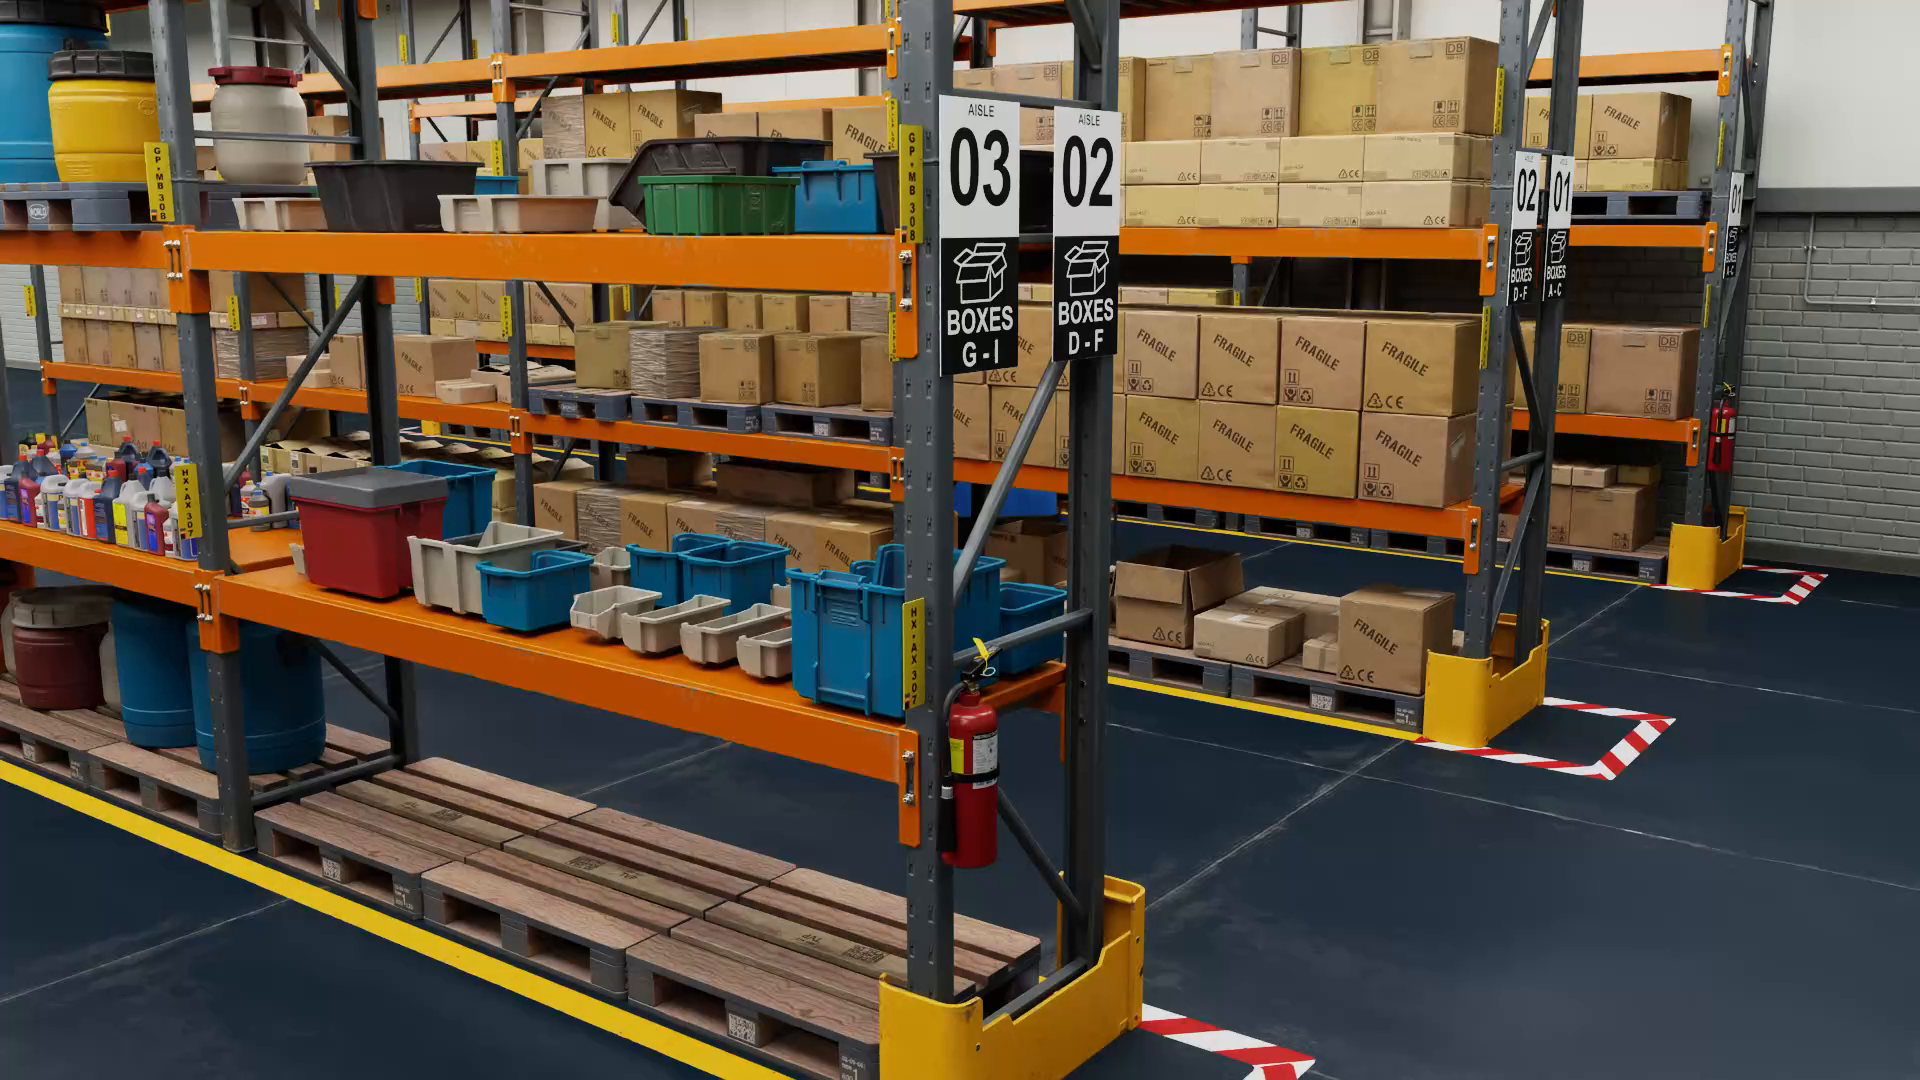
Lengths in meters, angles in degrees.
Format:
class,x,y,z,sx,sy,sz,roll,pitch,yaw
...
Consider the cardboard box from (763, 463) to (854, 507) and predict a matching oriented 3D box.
class,x,y,z,sx,sy,sz,roll,pitch,yaw
cardboard box,-1.165,-0.435,12.829,0.500,0.250,0.500,8,14,36

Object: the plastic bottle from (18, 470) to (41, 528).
class,x,y,z,sx,sy,sz,roll,pitch,yaw
plastic bottle,-4.767,-0.211,8.533,0.133,0.283,0.061,8,13,36

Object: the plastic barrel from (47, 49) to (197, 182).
class,x,y,z,sx,sy,sz,roll,pitch,yaw
plastic barrel,-3.904,-1.959,7.759,0.600,0.588,0.600,0,11,0

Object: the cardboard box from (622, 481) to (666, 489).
class,x,y,z,sx,sy,sz,roll,pitch,yaw
cardboard box,-2.445,-0.243,13.812,0.500,0.500,0.500,9,14,38

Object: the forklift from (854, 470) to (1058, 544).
class,x,y,z,sx,sy,sz,roll,pitch,yaw
forklift,-0.683,-1.425,14.677,3.031,2.935,1.130,-1,11,-4

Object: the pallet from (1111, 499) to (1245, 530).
class,x,y,z,sx,sy,sz,roll,pitch,yaw
pallet,2.149,-0.339,16.225,1.213,0.211,1.003,8,13,36

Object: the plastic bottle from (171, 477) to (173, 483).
class,x,y,z,sx,sy,sz,roll,pitch,yaw
plastic bottle,-4.188,-0.238,8.884,0.097,0.201,0.097,0,11,0

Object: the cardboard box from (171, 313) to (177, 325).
class,x,y,z,sx,sy,sz,roll,pitch,yaw
cardboard box,-7.727,-2.253,16.809,0.250,0.149,0.380,8,13,35

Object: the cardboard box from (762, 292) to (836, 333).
class,x,y,z,sx,sy,sz,roll,pitch,yaw
cardboard box,-1.810,-2.535,18.816,0.500,0.500,0.700,8,13,36

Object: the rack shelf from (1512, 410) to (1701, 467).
class,x,y,z,sx,sy,sz,roll,pitch,yaw
rack shelf,4.428,-1.055,14.478,4.000,0.370,1.077,8,13,36

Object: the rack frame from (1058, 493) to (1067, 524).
class,x,y,z,sx,sy,sz,roll,pitch,yaw
rack frame,0.965,-0.562,14.776,0.240,1.200,0.015,-9,14,-39

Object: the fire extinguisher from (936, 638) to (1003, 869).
class,x,y,z,sx,sy,sz,roll,pitch,yaw
fire extinguisher,0.028,0.641,5.003,0.183,0.674,0.296,8,13,36

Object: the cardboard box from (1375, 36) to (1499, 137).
class,x,y,z,sx,sy,sz,roll,pitch,yaw
cardboard box,2.687,-2.492,9.221,0.500,0.500,0.700,8,13,36

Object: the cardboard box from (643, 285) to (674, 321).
class,x,y,z,sx,sy,sz,roll,pitch,yaw
cardboard box,-3.888,-2.921,20.600,0.500,0.500,0.500,8,13,34

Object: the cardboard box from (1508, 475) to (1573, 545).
class,x,y,z,sx,sy,sz,roll,pitch,yaw
cardboard box,5.013,-0.281,14.063,0.500,0.500,0.700,8,13,35

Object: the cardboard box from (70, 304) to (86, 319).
class,x,y,z,sx,sy,sz,roll,pitch,yaw
cardboard box,-9.382,-2.484,18.002,0.250,0.149,0.380,8,13,34

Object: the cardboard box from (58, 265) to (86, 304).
class,x,y,z,sx,sy,sz,roll,pitch,yaw
cardboard box,-9.374,-2.849,18.178,0.500,0.500,0.700,8,14,36

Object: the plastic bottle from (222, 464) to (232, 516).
class,x,y,z,sx,sy,sz,roll,pitch,yaw
plastic bottle,-3.942,-0.269,8.852,0.135,0.276,0.152,8,13,36

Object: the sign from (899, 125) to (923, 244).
class,x,y,z,sx,sy,sz,roll,pitch,yaw
sign,-0.137,-1.001,4.687,0.005,0.325,0.100,8,13,36

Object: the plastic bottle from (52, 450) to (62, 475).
class,x,y,z,sx,sy,sz,roll,pitch,yaw
plastic bottle,-5.347,-0.435,9.905,0.097,0.201,0.097,0,11,0

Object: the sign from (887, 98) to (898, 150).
class,x,y,z,sx,sy,sz,roll,pitch,yaw
sign,-0.439,-2.708,10.837,0.005,0.325,0.100,8,13,36

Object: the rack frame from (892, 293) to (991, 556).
class,x,y,z,sx,sy,sz,roll,pitch,yaw
rack frame,-0.113,-0.874,11.649,0.127,3.000,1.000,8,13,36

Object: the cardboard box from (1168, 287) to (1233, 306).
class,x,y,z,sx,sy,sz,roll,pitch,yaw
cardboard box,2.288,-2.219,15.530,0.500,0.250,0.500,8,14,37

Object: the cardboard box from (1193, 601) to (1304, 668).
class,x,y,z,sx,sy,sz,roll,pitch,yaw
cardboard box,1.779,0.575,10.241,0.500,0.250,0.500,8,13,36

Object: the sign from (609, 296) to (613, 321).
class,x,y,z,sx,sy,sz,roll,pitch,yaw
sign,-3.024,-1.937,14.306,0.005,0.325,0.100,8,13,36

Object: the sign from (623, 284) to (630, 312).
class,x,y,z,sx,sy,sz,roll,pitch,yaw
sign,-3.947,-2.873,19.704,0.005,0.325,0.100,8,13,36

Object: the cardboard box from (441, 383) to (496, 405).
class,x,y,z,sx,sy,sz,roll,pitch,yaw
cardboard box,-4.226,-1.259,14.302,0.250,0.149,0.380,8,13,36

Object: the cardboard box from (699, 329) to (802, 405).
class,x,y,z,sx,sy,sz,roll,pitch,yaw
cardboard box,-1.574,-1.318,12.578,0.500,0.500,0.700,4,12,21

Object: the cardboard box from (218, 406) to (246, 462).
class,x,y,z,sx,sy,sz,roll,pitch,yaw
cardboard box,-7.461,-1.074,16.845,0.500,0.500,0.500,8,13,36

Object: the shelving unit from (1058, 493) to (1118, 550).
class,x,y,z,sx,sy,sz,roll,pitch,yaw
shelving unit,1.122,-0.527,14.593,0.258,1.200,0.503,-9,14,-39

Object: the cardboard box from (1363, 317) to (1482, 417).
class,x,y,z,sx,sy,sz,roll,pitch,yaw
cardboard box,2.589,-0.972,9.261,0.500,0.500,0.500,8,13,35

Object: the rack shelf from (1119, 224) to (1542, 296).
class,x,y,z,sx,sy,sz,roll,pitch,yaw
rack shelf,1.499,-1.768,10.270,4.000,0.370,1.077,8,13,36

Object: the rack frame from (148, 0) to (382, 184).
class,x,y,z,sx,sy,sz,roll,pitch,yaw
rack frame,-3.048,-3.061,7.162,0.127,3.000,1.000,8,13,36

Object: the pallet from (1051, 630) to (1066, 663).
class,x,y,z,sx,sy,sz,roll,pitch,yaw
pallet,0.440,0.573,11.514,1.213,0.211,1.003,8,13,36

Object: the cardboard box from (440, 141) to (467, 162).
class,x,y,z,sx,sy,sz,roll,pitch,yaw
cardboard box,-6.315,-4.860,21.406,0.500,0.500,0.500,8,13,35

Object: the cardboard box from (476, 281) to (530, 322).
class,x,y,z,sx,sy,sz,roll,pitch,yaw
cardboard box,-5.844,-3.070,21.371,0.500,0.500,0.500,7,13,34

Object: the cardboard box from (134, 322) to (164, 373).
class,x,y,z,sx,sy,sz,roll,pitch,yaw
cardboard box,-8.167,-2.044,17.435,0.500,0.500,0.700,8,14,37

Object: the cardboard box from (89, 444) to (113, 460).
class,x,y,z,sx,sy,sz,roll,pitch,yaw
cardboard box,-9.080,-0.929,18.069,0.500,0.250,0.500,8,13,36

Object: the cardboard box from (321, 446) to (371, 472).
class,x,y,z,sx,sy,sz,roll,pitch,yaw
cardboard box,-5.558,-0.705,15.434,0.500,0.311,0.500,7,13,34

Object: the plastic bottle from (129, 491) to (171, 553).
class,x,y,z,sx,sy,sz,roll,pitch,yaw
plastic bottle,-3.852,-0.091,7.929,0.135,0.276,0.152,8,13,36

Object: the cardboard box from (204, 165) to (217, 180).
class,x,y,z,sx,sy,sz,roll,pitch,yaw
cardboard box,-7.247,-3.635,16.784,0.500,0.311,0.500,7,13,32

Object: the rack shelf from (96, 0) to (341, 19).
class,x,y,z,sx,sy,sz,roll,pitch,yaw
rack shelf,-4.660,-2.737,8.430,4.000,0.370,1.077,8,13,36

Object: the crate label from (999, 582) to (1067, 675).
class,x,y,z,sx,sy,sz,roll,pitch,yaw
crate label,0.171,0.308,5.821,0.303,0.233,0.416,8,13,36

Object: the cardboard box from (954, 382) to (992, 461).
class,x,y,z,sx,sy,sz,roll,pitch,yaw
cardboard box,0.136,-0.824,11.128,0.500,0.500,0.500,8,14,37

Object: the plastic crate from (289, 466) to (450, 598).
class,x,y,z,sx,sy,sz,roll,pitch,yaw
plastic crate,-2.477,-0.038,7.003,0.583,0.464,0.402,8,13,36

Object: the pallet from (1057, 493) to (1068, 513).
class,x,y,z,sx,sy,sz,roll,pitch,yaw
pallet,1.162,-0.476,16.934,1.213,0.211,1.003,8,13,36

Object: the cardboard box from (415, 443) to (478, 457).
class,x,y,z,sx,sy,sz,roll,pitch,yaw
cardboard box,-4.839,-0.732,15.574,0.500,0.311,0.500,8,13,35

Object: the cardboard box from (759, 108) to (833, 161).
class,x,y,z,sx,sy,sz,roll,pitch,yaw
cardboard box,-1.028,-2.790,12.027,0.600,0.600,0.600,8,13,35

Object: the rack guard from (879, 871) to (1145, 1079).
class,x,y,z,sx,sy,sz,roll,pitch,yaw
rack guard,0.203,1.562,5.641,0.348,0.500,1.175,8,13,36

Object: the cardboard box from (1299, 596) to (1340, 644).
class,x,y,z,sx,sy,sz,roll,pitch,yaw
cardboard box,2.437,0.549,10.375,0.500,0.250,0.500,8,13,36

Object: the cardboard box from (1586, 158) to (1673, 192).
class,x,y,z,sx,sy,sz,roll,pitch,yaw
cardboard box,5.292,-2.879,13.142,0.500,0.250,0.500,8,14,37

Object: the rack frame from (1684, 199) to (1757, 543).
class,x,y,z,sx,sy,sz,roll,pitch,yaw
rack frame,6.040,-1.183,13.247,0.127,3.000,1.000,8,13,36

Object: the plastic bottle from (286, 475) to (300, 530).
class,x,y,z,sx,sy,sz,roll,pitch,yaw
plastic bottle,-3.381,-0.195,8.481,0.097,0.271,0.097,0,11,0

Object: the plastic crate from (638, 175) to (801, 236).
class,x,y,z,sx,sy,sz,roll,pitch,yaw
plastic crate,-0.788,-1.102,5.490,0.336,0.188,0.450,8,13,36

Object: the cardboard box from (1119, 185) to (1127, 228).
class,x,y,z,sx,sy,sz,roll,pitch,yaw
cardboard box,0.935,-2.067,10.315,0.500,0.250,0.500,8,13,36
